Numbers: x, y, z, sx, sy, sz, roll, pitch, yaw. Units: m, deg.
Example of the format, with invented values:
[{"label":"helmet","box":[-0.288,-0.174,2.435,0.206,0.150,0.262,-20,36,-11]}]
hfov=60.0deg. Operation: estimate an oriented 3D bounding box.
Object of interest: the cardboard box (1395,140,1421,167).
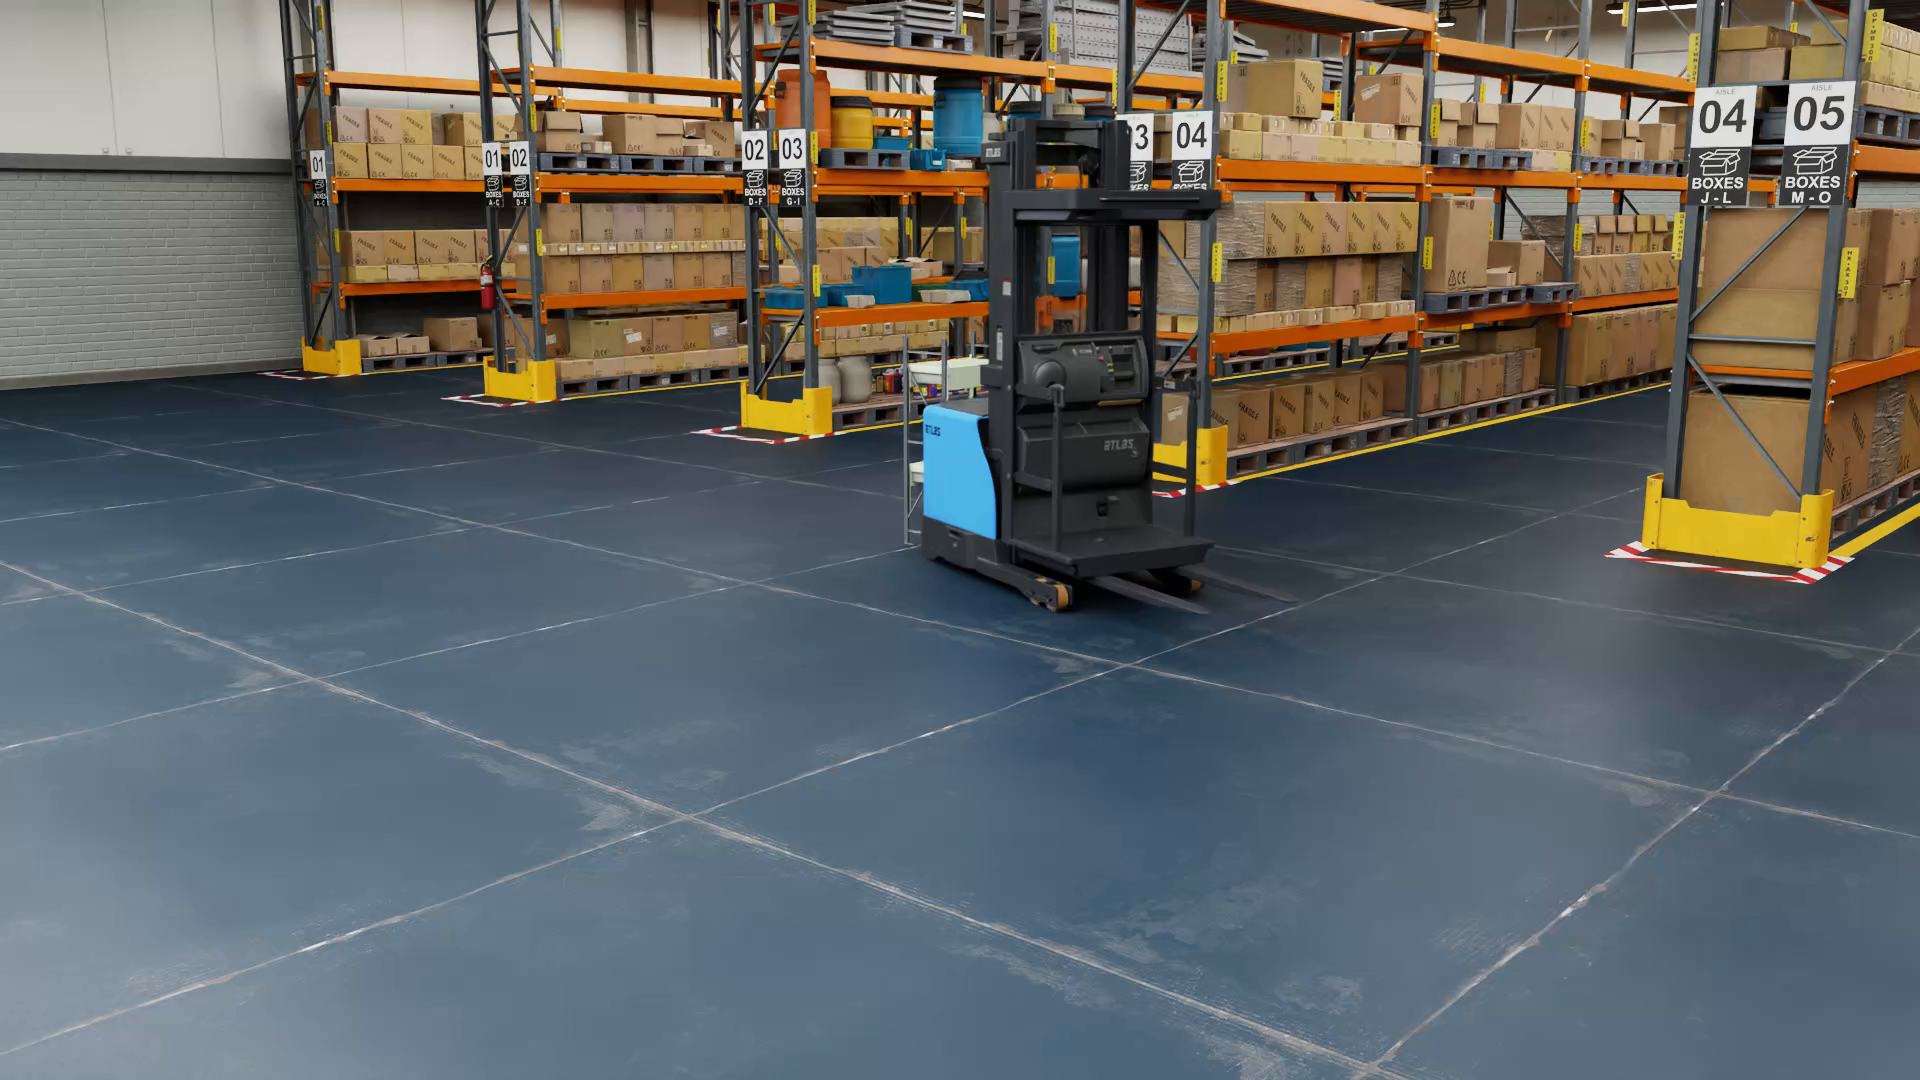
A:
[{"label":"cardboard box","box":[4.330,-3.917,16.886,0.500,0.250,0.500,11,15,42]}]

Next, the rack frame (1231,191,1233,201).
[{"label":"rack frame","box":[4.917,-5.667,32.925,1.000,3.000,0.127,10,15,40]}]

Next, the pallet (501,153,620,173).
[{"label":"pallet","box":[-5.158,-4.841,21.358,1.003,0.211,1.213,10,15,40]}]

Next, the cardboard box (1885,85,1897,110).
[{"label":"cardboard box","box":[6.254,-3.061,11.536,0.380,0.149,0.250,10,15,41]}]

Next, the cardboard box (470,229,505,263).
[{"label":"cardboard box","box":[-7.473,-4.589,25.945,0.500,0.500,0.500,9,15,39]}]

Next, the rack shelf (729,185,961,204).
[{"label":"rack shelf","box":[-1.684,-5.314,25.336,1.077,0.370,4.000,10,15,40]}]

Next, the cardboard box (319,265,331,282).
[{"label":"cardboard box","box":[-9.205,-3.983,24.826,0.500,0.250,0.500,10,15,41]}]

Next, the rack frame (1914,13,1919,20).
[{"label":"rack frame","box":[8.094,-4.906,13.798,1.000,3.000,0.127,10,15,40]}]

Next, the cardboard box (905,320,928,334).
[{"label":"cardboard box","box":[-0.862,-3.436,26.273,0.500,0.311,0.500,9,15,39]}]

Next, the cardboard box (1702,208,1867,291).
[{"label":"cardboard box","box":[5.728,-2.028,11.566,0.875,0.550,0.550,10,15,40]}]

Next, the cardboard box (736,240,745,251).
[{"label":"cardboard box","box":[-3.187,-4.165,23.493,0.380,0.149,0.250,9,15,39]}]

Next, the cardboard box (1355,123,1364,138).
[{"label":"cardboard box","box":[3.703,-3.980,16.185,0.380,0.149,0.250,11,15,42]}]

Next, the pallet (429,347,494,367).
[{"label":"pallet","box":[-7.949,-2.890,26.142,1.003,0.211,1.213,10,15,40]}]

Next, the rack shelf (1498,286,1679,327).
[{"label":"rack shelf","box":[8.396,-3.150,22.160,1.077,0.370,4.000,10,15,40]}]

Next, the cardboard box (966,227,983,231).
[{"label":"cardboard box","box":[-0.117,-6.158,34.619,0.980,0.700,0.700,9,14,38]}]

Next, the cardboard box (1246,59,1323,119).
[{"label":"cardboard box","box":[2.977,-4.126,15.261,0.500,0.500,0.500,10,15,40]}]

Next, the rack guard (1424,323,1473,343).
[{"label":"rack guard","box":[8.642,-3.805,29.987,1.175,0.500,0.348,10,15,40]}]

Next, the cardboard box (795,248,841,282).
[{"label":"cardboard box","box":[-2.137,-4.139,25.019,0.500,0.500,0.500,-11,16,-43]}]

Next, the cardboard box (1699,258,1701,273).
[{"label":"cardboard box","box":[10.223,-3.905,23.725,0.500,0.250,0.500,9,15,39]}]

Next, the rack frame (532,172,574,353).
[{"label":"rack frame","box":[-6.727,-4.541,27.290,1.000,3.000,0.127,10,15,40]}]

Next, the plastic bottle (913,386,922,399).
[{"label":"plastic bottle","box":[-0.495,-1.776,19.288,0.097,0.271,0.097,0,11,0]}]

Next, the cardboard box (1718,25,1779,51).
[{"label":"cardboard box","box":[5.421,-3.463,11.508,0.380,0.149,0.250,10,15,41]}]

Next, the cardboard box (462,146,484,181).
[{"label":"cardboard box","box":[-7.556,-5.806,25.655,0.500,0.500,0.500,9,14,38]}]

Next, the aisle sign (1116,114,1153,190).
[{"label":"aisle sign","box":[1.528,-3.336,14.618,0.394,0.787,0.004,10,15,40]}]

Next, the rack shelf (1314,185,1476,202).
[{"label":"rack shelf","box":[7.316,-5.850,28.019,1.077,0.370,4.000,10,15,40]}]

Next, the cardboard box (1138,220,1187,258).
[{"label":"cardboard box","box":[1.972,-2.830,15.152,0.500,0.500,0.500,10,15,40]}]

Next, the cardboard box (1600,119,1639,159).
[{"label":"cardboard box","box":[8.408,-5.239,21.790,0.797,0.503,0.637,10,15,40]}]

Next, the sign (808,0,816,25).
[{"label":"sign","box":[-1.516,-5.439,17.004,0.100,0.325,0.005,10,15,40]}]

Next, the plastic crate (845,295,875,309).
[{"label":"plastic crate","box":[-1.094,-2.633,18.407,0.298,0.136,0.250,10,15,40]}]

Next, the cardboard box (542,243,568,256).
[{"label":"cardboard box","box":[-5.224,-3.710,21.215,0.380,0.149,0.250,10,15,40]}]

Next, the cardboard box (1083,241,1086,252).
[{"label":"cardboard box","box":[2.414,-5.234,30.503,0.500,0.500,0.500,10,15,41]}]

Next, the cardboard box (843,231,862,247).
[{"label":"cardboard box","box":[-2.229,-5.673,31.892,0.500,0.500,0.500,10,15,40]}]

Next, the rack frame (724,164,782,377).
[{"label":"rack frame","box":[-3.004,-3.901,24.086,1.000,3.000,0.127,10,15,40]}]

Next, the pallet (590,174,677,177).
[{"label":"pallet","box":[-5.558,-6.150,28.166,1.213,0.211,1.003,10,15,40]}]

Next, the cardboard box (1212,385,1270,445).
[{"label":"cardboard box","box":[2.588,-1.194,15.839,0.500,0.500,0.500,-7,13,-33]}]

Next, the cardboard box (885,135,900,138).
[{"label":"cardboard box","box":[-1.161,-7.871,33.445,0.500,0.500,0.500,10,15,40]}]

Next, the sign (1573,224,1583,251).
[{"label":"sign","box":[7.489,-3.669,20.167,0.100,0.325,0.005,10,15,40]}]

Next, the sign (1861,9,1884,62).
[{"label":"sign","box":[5.867,-3.241,10.688,0.100,0.325,0.005,10,15,40]}]

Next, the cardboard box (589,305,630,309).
[{"label":"cardboard box","box":[-5.966,-4.075,28.297,0.500,0.250,0.500,9,15,39]}]

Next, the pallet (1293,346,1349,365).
[{"label":"pallet","box":[5.455,-2.962,26.501,1.003,0.211,1.213,10,15,40]}]

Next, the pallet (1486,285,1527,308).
[{"label":"pallet","box":[5.799,-2.818,19.151,1.003,0.211,1.213,10,15,40]}]

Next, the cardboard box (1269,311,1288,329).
[{"label":"cardboard box","box":[2.837,-2.064,15.527,0.380,0.149,0.250,10,15,40]}]

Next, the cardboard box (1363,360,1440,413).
[{"label":"cardboard box","box":[4.856,-1.697,18.310,0.700,0.500,0.500,8,14,36]}]

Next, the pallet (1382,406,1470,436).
[{"label":"pallet","box":[4.948,-1.367,18.518,1.003,0.211,1.213,10,15,40]}]

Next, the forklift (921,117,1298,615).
[{"label":"forklift","box":[0.885,-1.107,10.269,1.130,2.935,3.031,-6,13,-28]}]

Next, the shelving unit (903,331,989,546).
[{"label":"shelving unit","box":[-0.004,-0.734,12.059,0.431,1.500,0.755,10,15,40]}]

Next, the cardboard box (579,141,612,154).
[{"label":"cardboard box","box":[-4.735,-5.085,21.568,0.380,0.149,0.250,10,15,40]}]

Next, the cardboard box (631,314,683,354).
[{"label":"cardboard box","box":[-4.131,-2.809,22.648,0.500,0.500,0.500,10,15,40]}]

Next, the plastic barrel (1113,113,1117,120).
[{"label":"plastic barrel","box":[2.218,-5.341,22.541,0.600,0.830,0.708,10,15,40]}]

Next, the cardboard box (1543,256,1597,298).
[{"label":"cardboard box","box":[7.601,-3.294,20.789,0.500,0.500,0.500,10,15,42]}]

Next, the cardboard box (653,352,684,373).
[{"label":"cardboard box","box":[-4.132,-2.441,22.722,0.500,0.250,0.500,10,15,40]}]

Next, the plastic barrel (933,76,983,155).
[{"label":"plastic barrel","box":[-0.023,-5.050,19.829,0.600,0.901,0.708,10,15,40]}]

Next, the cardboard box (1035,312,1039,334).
[{"label":"cardboard box","box":[1.169,-3.738,28.527,0.500,0.500,0.500,9,14,38]}]

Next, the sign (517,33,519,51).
[{"label":"sign","box":[-7.148,-8.090,26.950,0.100,0.325,0.005,10,15,40]}]
